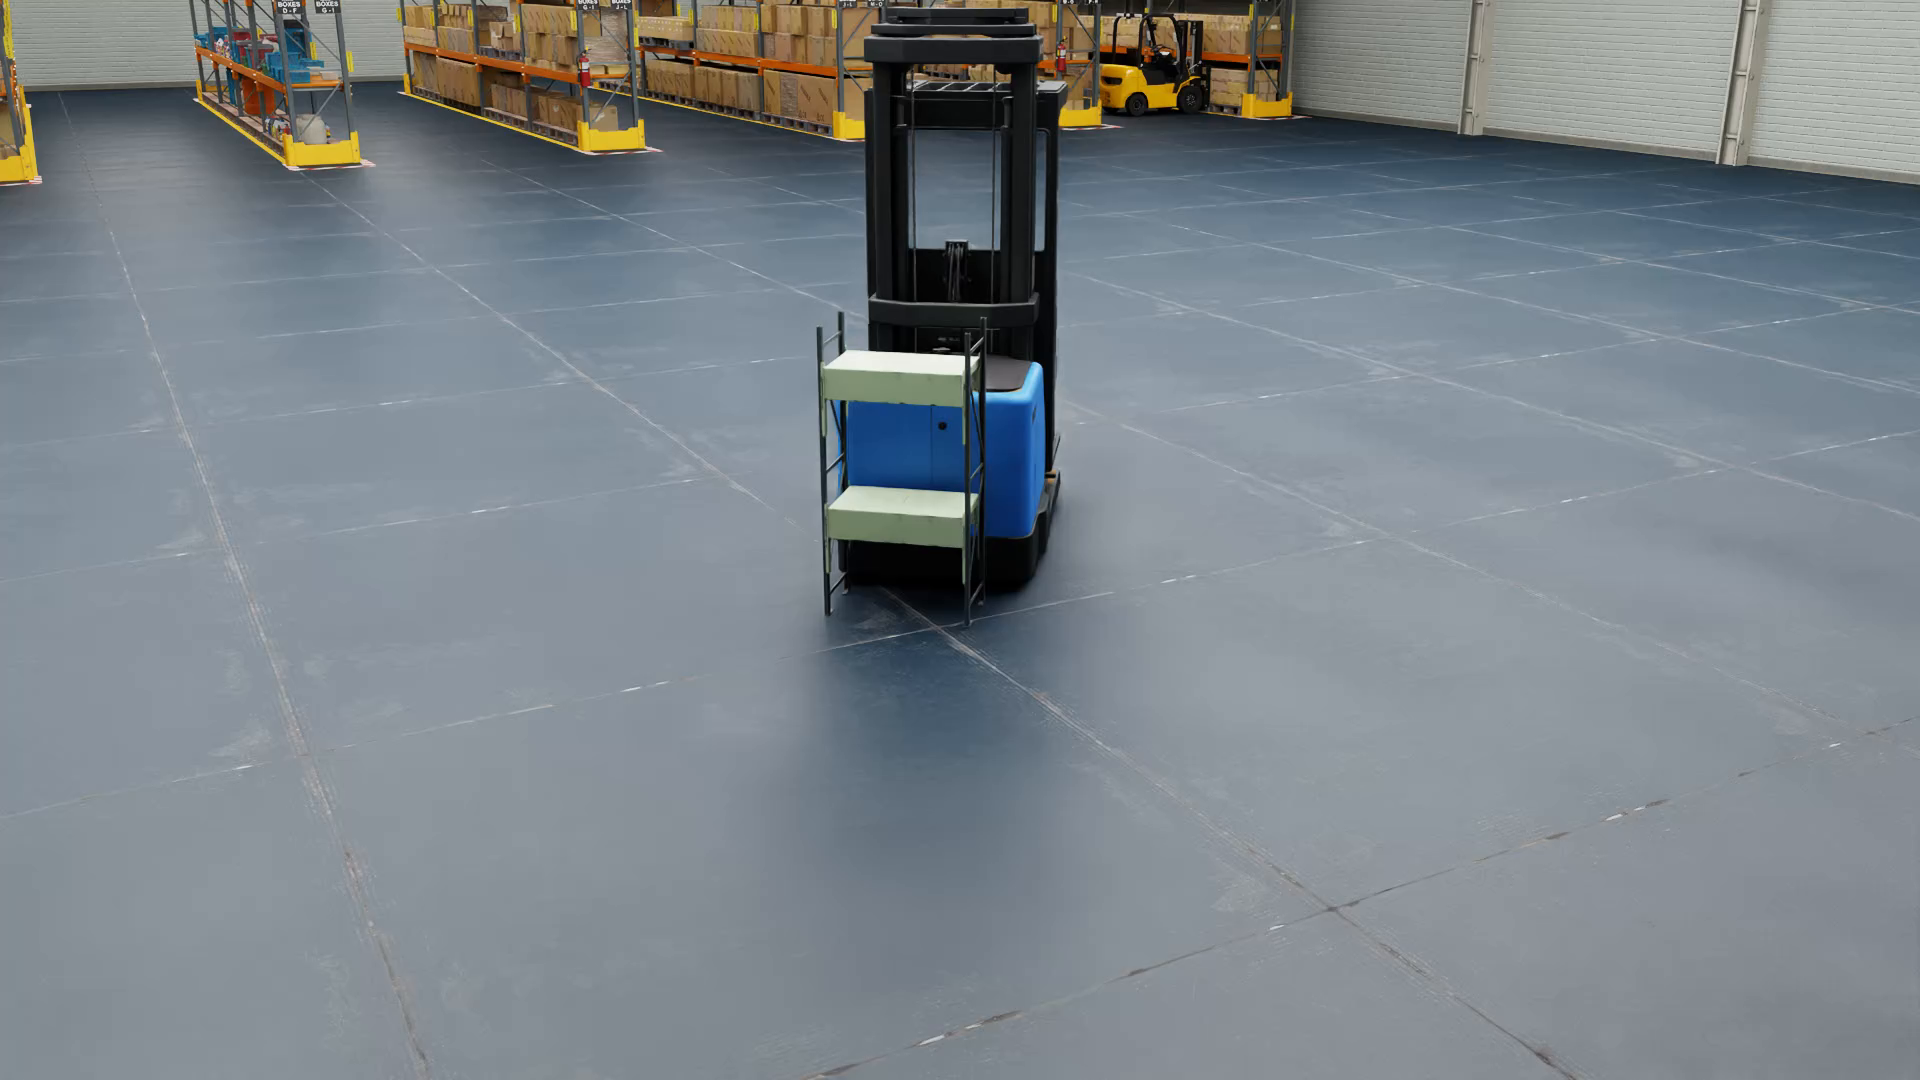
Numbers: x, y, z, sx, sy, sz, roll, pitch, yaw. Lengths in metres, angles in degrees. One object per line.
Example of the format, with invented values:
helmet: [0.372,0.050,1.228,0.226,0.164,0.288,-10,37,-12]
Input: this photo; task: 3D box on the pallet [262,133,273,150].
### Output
pallet: [-12.276,-7.389,30.722,1.003,0.211,1.213,-10,21,-27]

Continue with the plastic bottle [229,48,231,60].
plastic bottle: [-15.135,-10.116,34.528,0.061,0.283,0.133,-10,21,-27]

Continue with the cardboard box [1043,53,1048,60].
cardboard box: [1.838,-10.072,34.606,0.380,0.149,0.250,-10,22,-27]

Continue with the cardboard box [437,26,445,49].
cardboard box: [-12.000,-11.847,39.212,0.500,0.500,0.500,-10,21,-26]

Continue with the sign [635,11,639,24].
sign: [-8.059,-13.033,41.474,0.100,0.325,0.005,-10,21,-27]

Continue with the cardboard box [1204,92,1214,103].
cardboard box: [5.829,-10.104,37.887,0.500,0.250,0.500,-10,21,-26]

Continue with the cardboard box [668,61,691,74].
cardboard box: [-6.718,-11.380,40.051,0.500,0.250,0.500,-9,21,-25]

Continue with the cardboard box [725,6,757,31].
cardboard box: [-4.752,-11.512,36.709,0.700,0.500,0.500,-10,22,-27]

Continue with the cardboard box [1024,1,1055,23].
cardboard box: [1.753,-10.980,34.712,0.700,0.500,0.500,-10,21,-26]

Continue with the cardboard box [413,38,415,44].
cardboard box: [-13.530,-12.552,41.794,0.380,0.149,0.250,-10,22,-28]

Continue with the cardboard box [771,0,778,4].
cardboard box: [-4.948,-14.844,46.366,0.500,0.500,0.500,-11,22,-28]

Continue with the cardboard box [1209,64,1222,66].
cardboard box: [5.775,-10.948,38.800,0.500,0.250,0.500,-10,21,-26]

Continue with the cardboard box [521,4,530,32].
cardboard box: [-8.210,-10.166,32.351,0.500,0.500,0.500,-10,21,-27]

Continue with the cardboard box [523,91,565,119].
cardboard box: [-8.472,-8.880,33.924,0.700,0.500,0.500,-12,22,-31]

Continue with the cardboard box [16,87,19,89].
cardboard box: [-20.004,-9.223,34.918,0.500,0.500,0.500,-10,21,-26]

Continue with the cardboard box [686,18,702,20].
cardboard box: [-6.360,-12.462,39.977,0.380,0.149,0.250,-9,21,-25]

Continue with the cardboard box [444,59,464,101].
cardboard box: [-11.252,-10.727,38.735,1.225,0.875,0.875,-11,22,-29]

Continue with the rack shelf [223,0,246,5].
rack shelf: [-13.508,-10.559,32.136,1.077,0.370,4.000,-10,21,-27]

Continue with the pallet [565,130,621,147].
pallet: [-6.691,-7.468,30.950,1.003,0.211,1.213,-10,21,-27]

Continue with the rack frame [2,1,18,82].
rack frame: [-22.618,-11.585,38.607,1.000,3.000,0.127,-10,21,-27]

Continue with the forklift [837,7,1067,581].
forklift: [0.041,-1.607,9.795,1.130,2.935,3.031,2,19,7]

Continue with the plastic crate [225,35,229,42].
plastic crate: [-16.920,-11.642,38.862,0.437,0.282,0.530,-10,21,-27]

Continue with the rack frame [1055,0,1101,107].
rack frame: [2.421,-10.061,34.188,1.000,3.000,0.127,-10,21,-27]

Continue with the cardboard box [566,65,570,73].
cardboard box: [-7.004,-8.666,30.533,0.380,0.149,0.250,-10,21,-27]

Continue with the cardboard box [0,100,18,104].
cardboard box: [-17.864,-8.047,31.064,0.500,0.311,0.500,-10,21,-27]

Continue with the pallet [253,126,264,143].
pallet: [-12.966,-7.808,31.935,1.003,0.211,1.213,-10,21,-27]

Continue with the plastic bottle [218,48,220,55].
plastic bottle: [-16.176,-10.719,36.401,0.097,0.201,0.097,0,19,0]

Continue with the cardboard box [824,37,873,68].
cardboard box: [-2.103,-9.435,32.146,0.875,0.550,0.550,-10,21,-27]

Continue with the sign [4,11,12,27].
sign: [-20.232,-11.071,35.343,0.100,0.325,0.005,-10,21,-27]

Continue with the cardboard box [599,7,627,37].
cardboard box: [-6.321,-9.386,30.092,0.500,0.500,0.500,-10,21,-27]

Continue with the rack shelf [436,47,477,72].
rack shelf: [-11.049,-11.056,38.177,1.077,0.370,4.000,-10,21,-27]

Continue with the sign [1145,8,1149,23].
sign: [4.416,-12.402,39.320,0.100,0.325,0.005,-10,21,-27]

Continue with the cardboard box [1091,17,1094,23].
cardboard box: [3.503,-12.975,41.487,0.380,0.149,0.250,-9,21,-26]

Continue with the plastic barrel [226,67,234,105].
plastic barrel: [-16.114,-10.251,37.313,0.600,0.901,0.708,-10,21,-27]

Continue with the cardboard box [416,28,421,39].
cardboard box: [-13.167,-12.567,41.225,0.500,0.250,0.500,-10,22,-28]

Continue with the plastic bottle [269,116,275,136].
plastic bottle: [-12.451,-7.512,30.190,0.144,0.351,0.185,-11,22,-29]

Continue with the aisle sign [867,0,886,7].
aisle sign: [-1.589,-10.520,31.534,0.394,0.787,0.004,-10,21,-27]

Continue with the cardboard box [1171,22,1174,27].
cardboard box: [5.133,-11.973,38.584,0.380,0.149,0.250,-9,21,-25]

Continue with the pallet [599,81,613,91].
pallet: [-9.094,-12.279,44.893,1.003,0.211,1.213,-10,21,-27]

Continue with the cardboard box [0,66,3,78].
cardboard box: [-16.703,-8.061,28.241,0.700,0.500,0.500,-11,22,-28]

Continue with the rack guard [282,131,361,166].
rack guard: [-10.736,-6.591,27.967,1.175,0.500,0.348,-10,21,-27]

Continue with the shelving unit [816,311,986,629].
shelving unit: [-0.281,-0.354,8.359,0.755,1.500,0.431,4,19,12]

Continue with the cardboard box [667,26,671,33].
cardboard box: [-6.695,-12.076,39.316,0.380,0.149,0.250,-10,21,-27]

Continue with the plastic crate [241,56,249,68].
plastic crate: [-13.634,-9.263,32.201,0.450,0.188,0.662,-10,21,-27]

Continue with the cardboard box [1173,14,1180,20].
cardboard box: [5.143,-12.113,38.533,0.380,0.149,0.250,-9,21,-25]

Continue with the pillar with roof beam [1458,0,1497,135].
pillar with roof beam: [6.311,-11.617,29.501,9.100,9.000,0.400,-10,21,-27]

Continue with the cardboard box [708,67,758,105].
cardboard box: [-5.058,-10.257,37.563,1.050,0.750,0.750,-10,21,-26]

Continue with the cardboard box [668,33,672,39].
cardboard box: [-6.679,-11.929,39.345,0.380,0.149,0.250,-10,22,-27]

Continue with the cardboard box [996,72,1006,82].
cardboard box: [1.074,-9.950,36.290,0.500,0.500,0.500,-9,21,-24]

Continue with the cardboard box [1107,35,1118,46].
cardboard box: [3.966,-12.303,40.916,0.500,0.250,0.500,-10,21,-26]

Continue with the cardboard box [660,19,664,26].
cardboard box: [-6.934,-12.364,39.692,0.380,0.149,0.250,-9,21,-24]

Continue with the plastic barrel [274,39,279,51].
plastic barrel: [-12.820,-9.279,31.717,0.433,0.535,0.433,0,19,0]

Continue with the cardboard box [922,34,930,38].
cardboard box: [-0.662,-11.843,39.096,0.380,0.149,0.250,-9,21,-25]
